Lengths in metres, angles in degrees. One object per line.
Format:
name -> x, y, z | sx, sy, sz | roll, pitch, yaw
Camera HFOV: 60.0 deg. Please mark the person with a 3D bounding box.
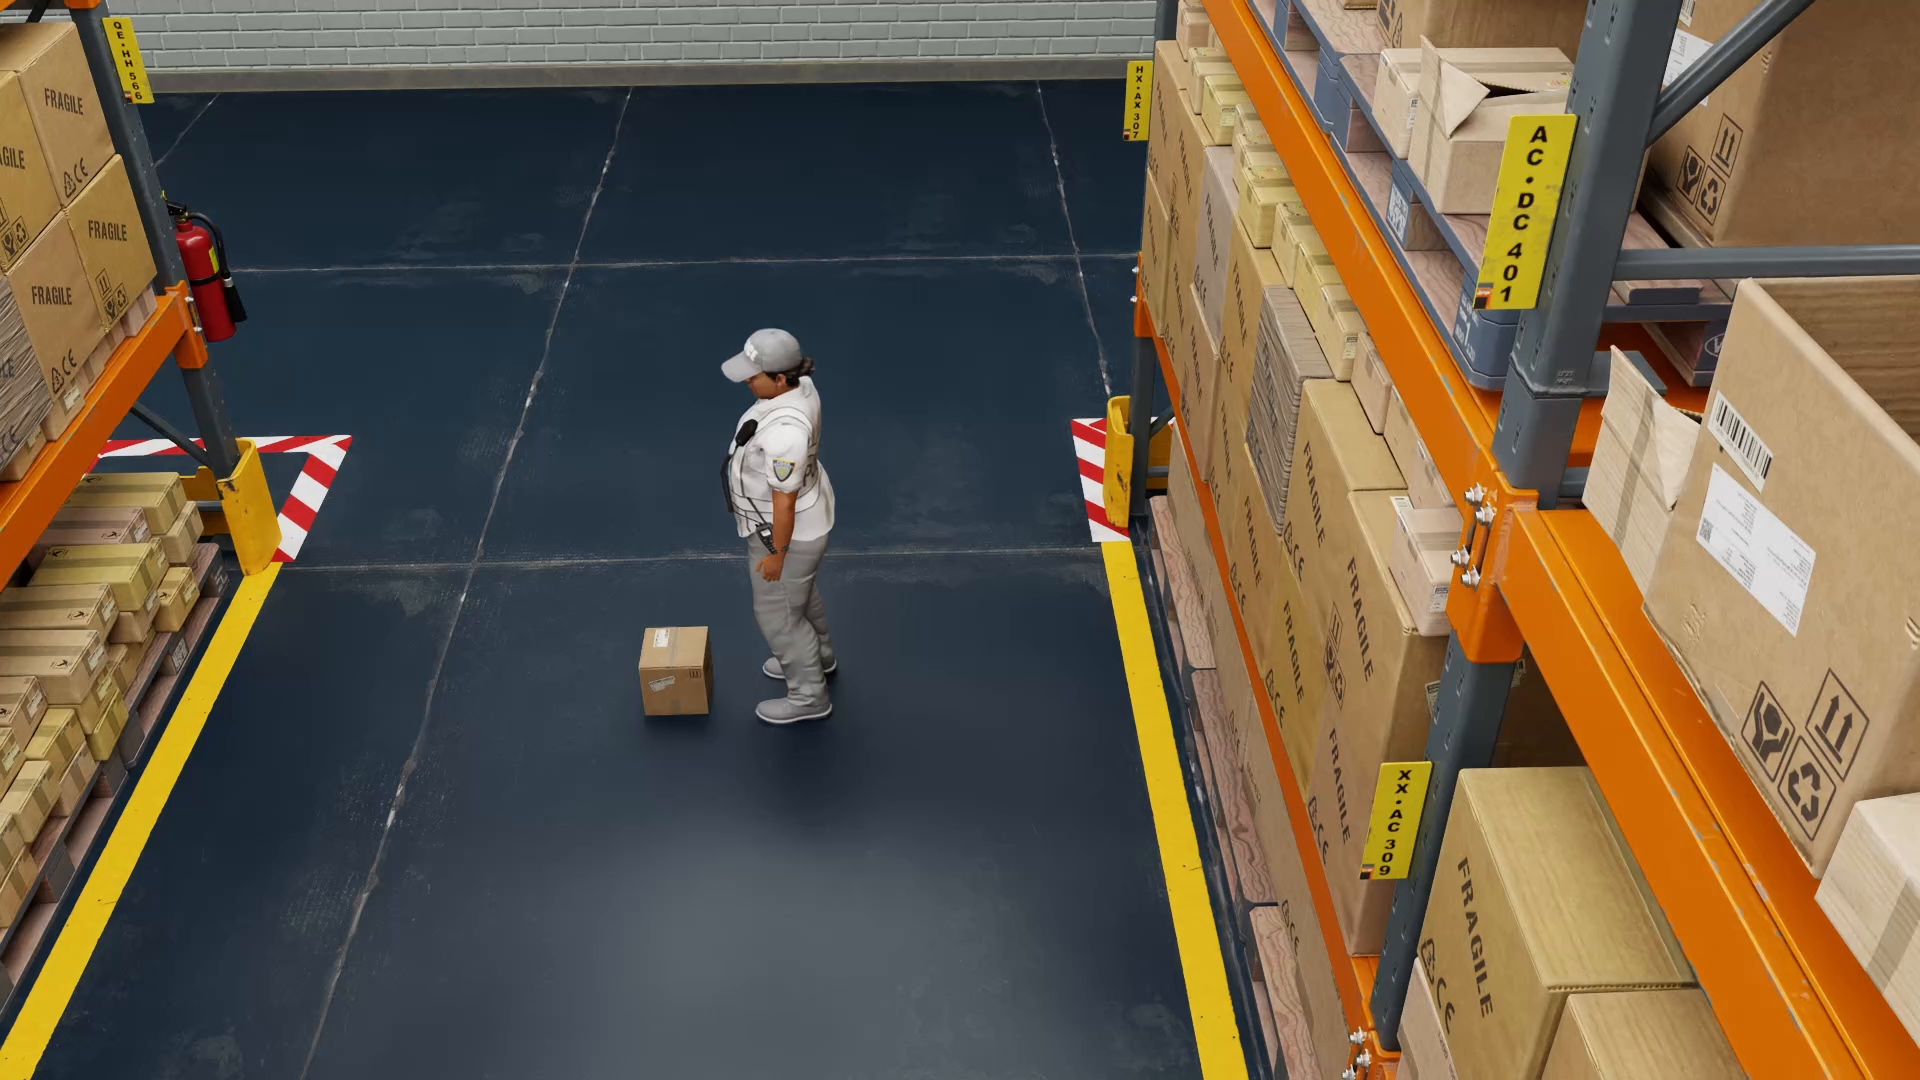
person -> -0.664, -0.047, 6.218 | 0.383, 1.659, 0.469 | -1, 35, -1
